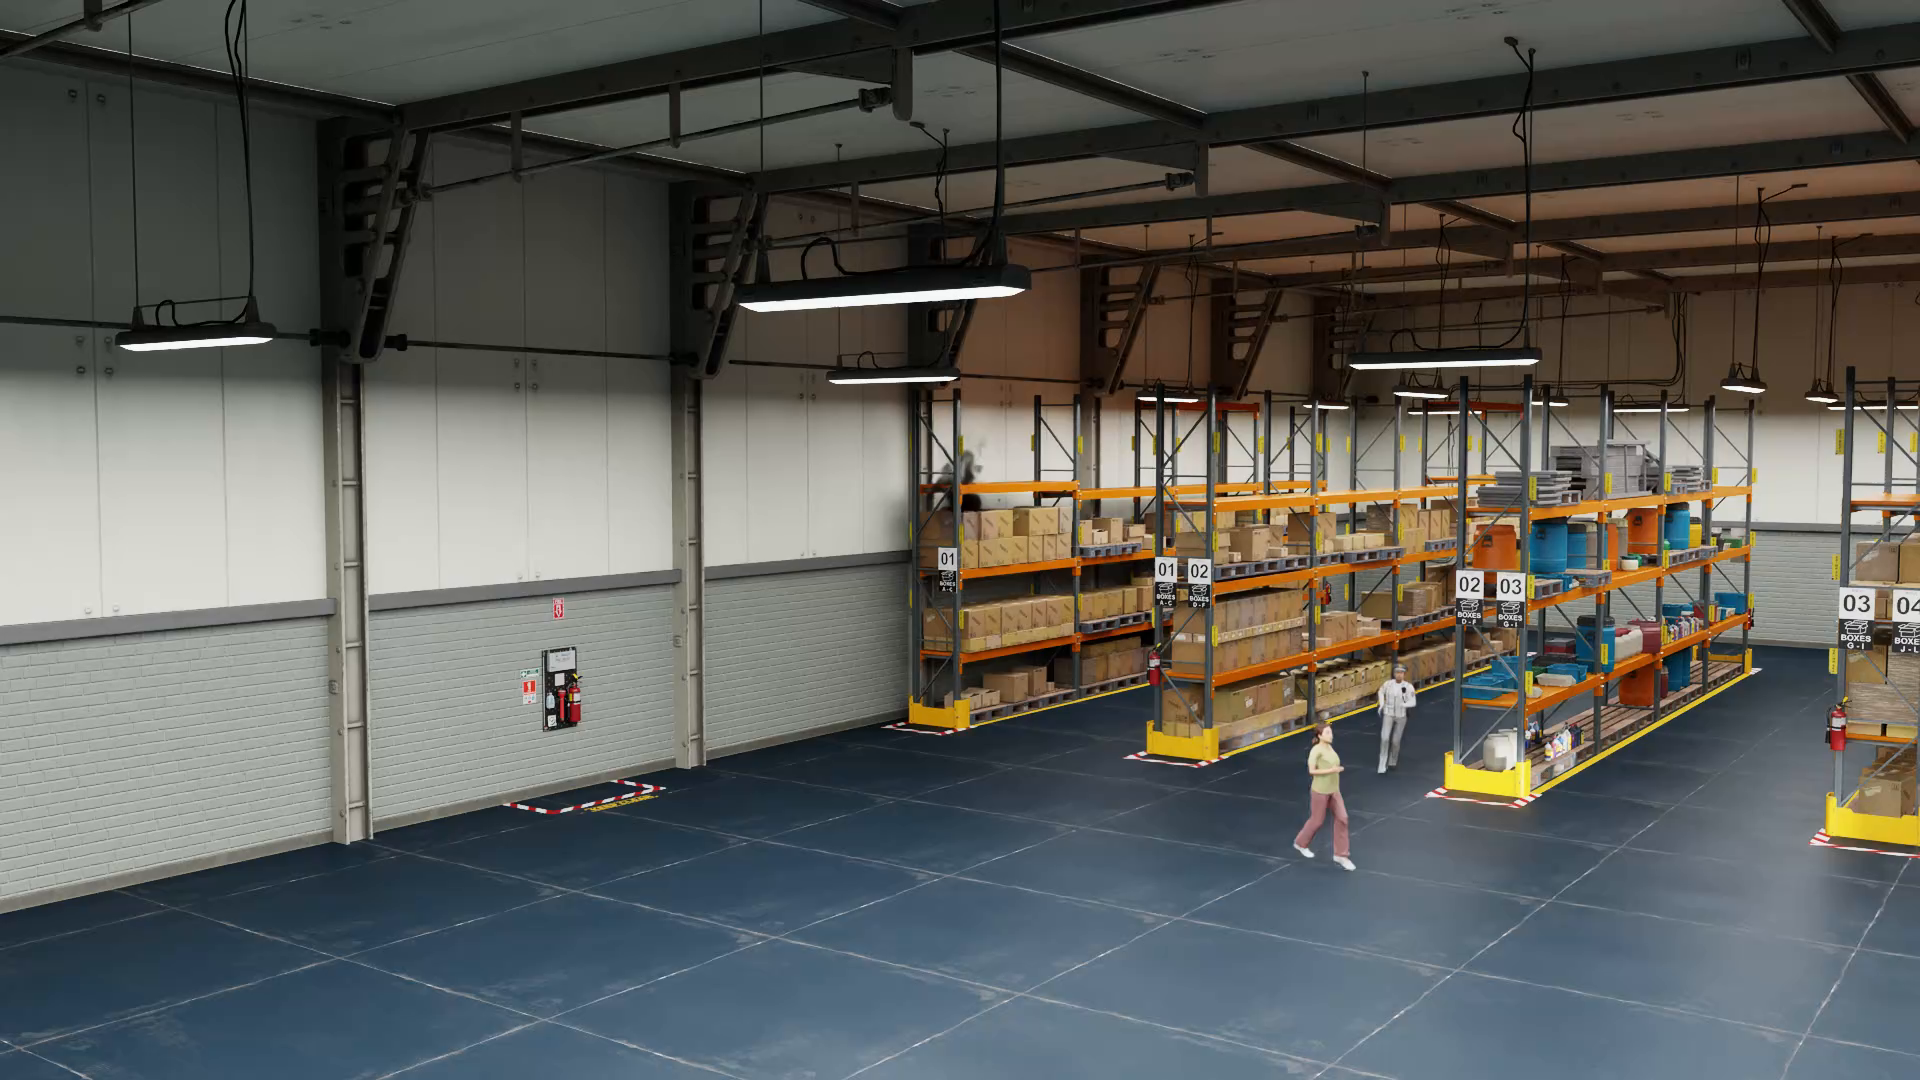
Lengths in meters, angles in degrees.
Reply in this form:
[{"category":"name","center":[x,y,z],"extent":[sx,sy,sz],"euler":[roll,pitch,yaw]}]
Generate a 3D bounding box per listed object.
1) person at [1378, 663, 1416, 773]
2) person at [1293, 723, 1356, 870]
[{"category":"person","center":[6.693,2.733,25.517],"extent":[0.593,1.718,0.704],"euler":[1,3,21]},{"category":"person","center":[4.330,3.019,19.766],"extent":[0.570,1.701,0.831],"euler":[-3,4,-39]}]
